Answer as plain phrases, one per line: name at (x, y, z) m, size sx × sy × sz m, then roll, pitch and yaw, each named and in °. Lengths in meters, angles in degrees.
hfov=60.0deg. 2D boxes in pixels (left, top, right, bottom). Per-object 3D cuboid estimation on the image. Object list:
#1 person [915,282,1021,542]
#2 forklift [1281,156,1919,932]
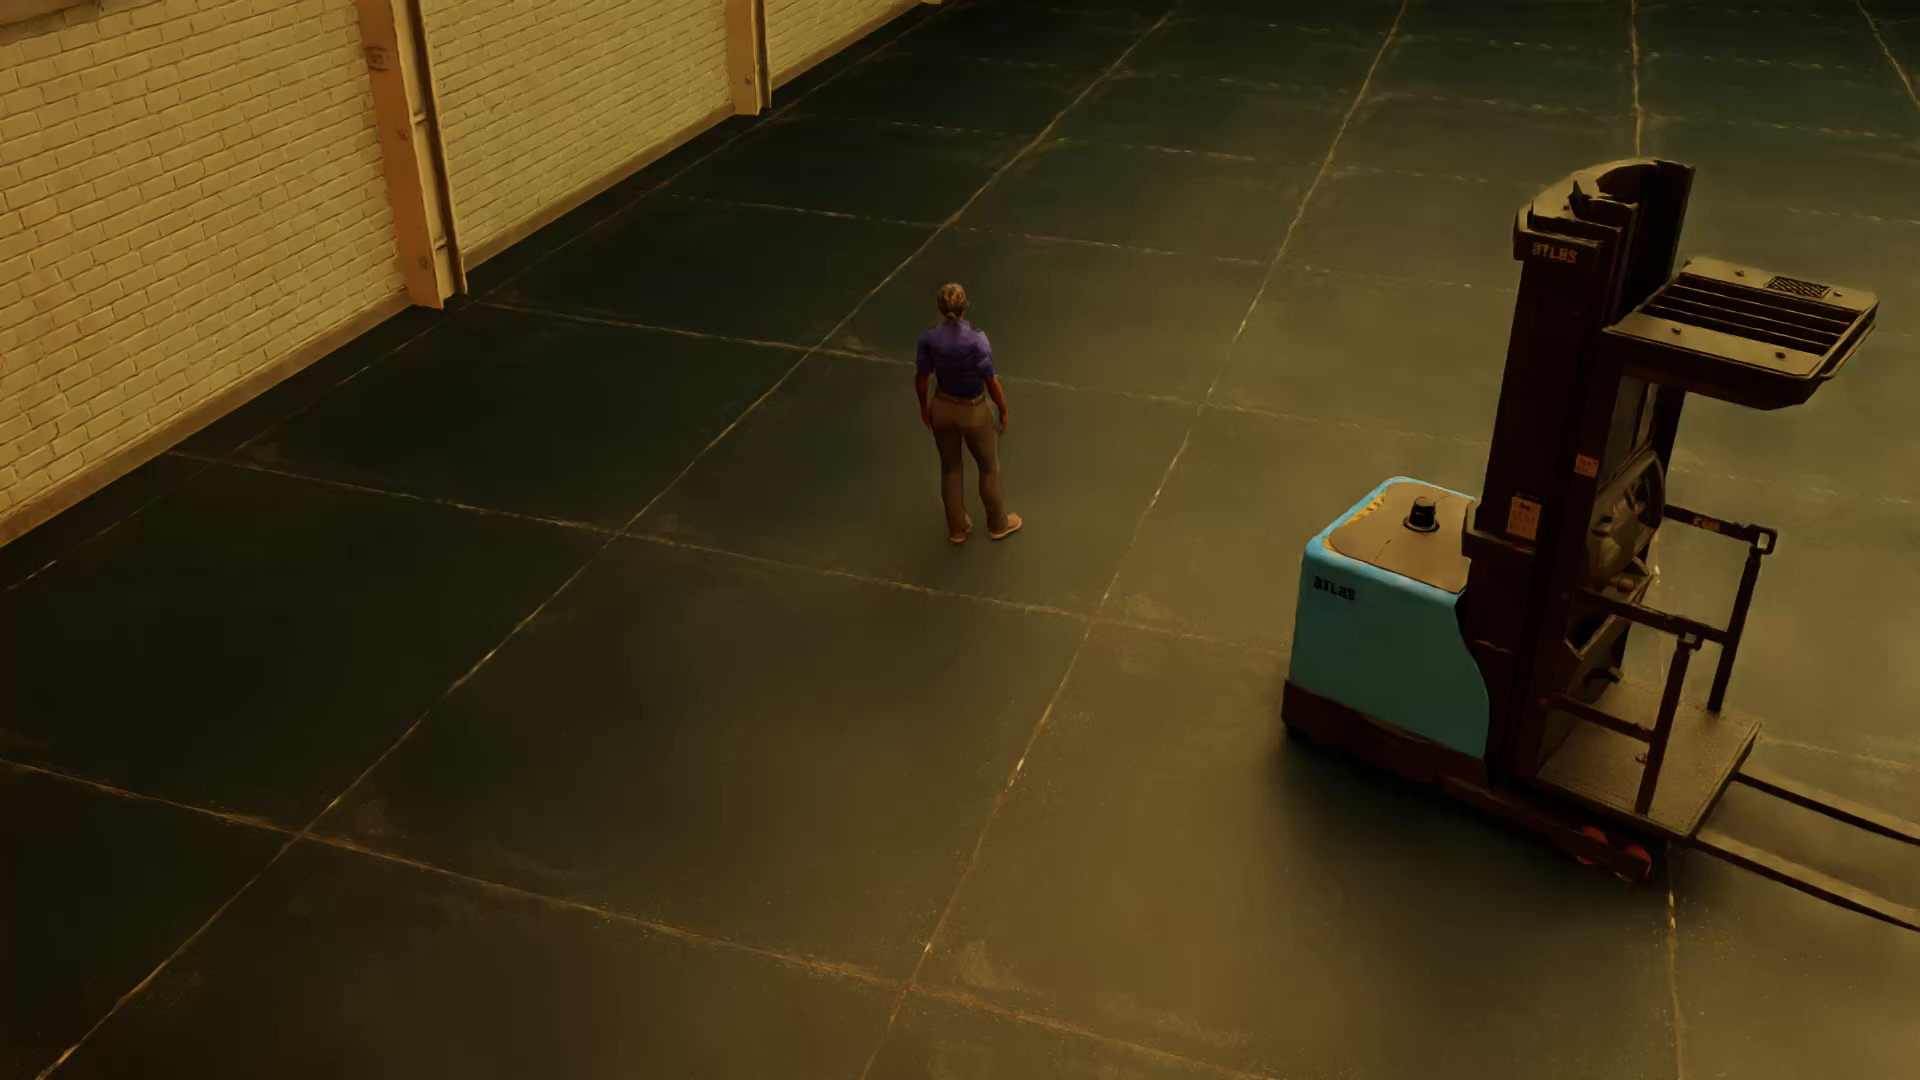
person at (0.047, -0.763, 9.749) m, size 0.570 × 1.654 × 0.503 m, roll 10°, pitch 31°, yaw 16°
forklift at (3.088, -0.045, 7.215) m, size 3.031 × 2.935 × 1.130 m, roll 22°, pitch 36°, yaw 33°
